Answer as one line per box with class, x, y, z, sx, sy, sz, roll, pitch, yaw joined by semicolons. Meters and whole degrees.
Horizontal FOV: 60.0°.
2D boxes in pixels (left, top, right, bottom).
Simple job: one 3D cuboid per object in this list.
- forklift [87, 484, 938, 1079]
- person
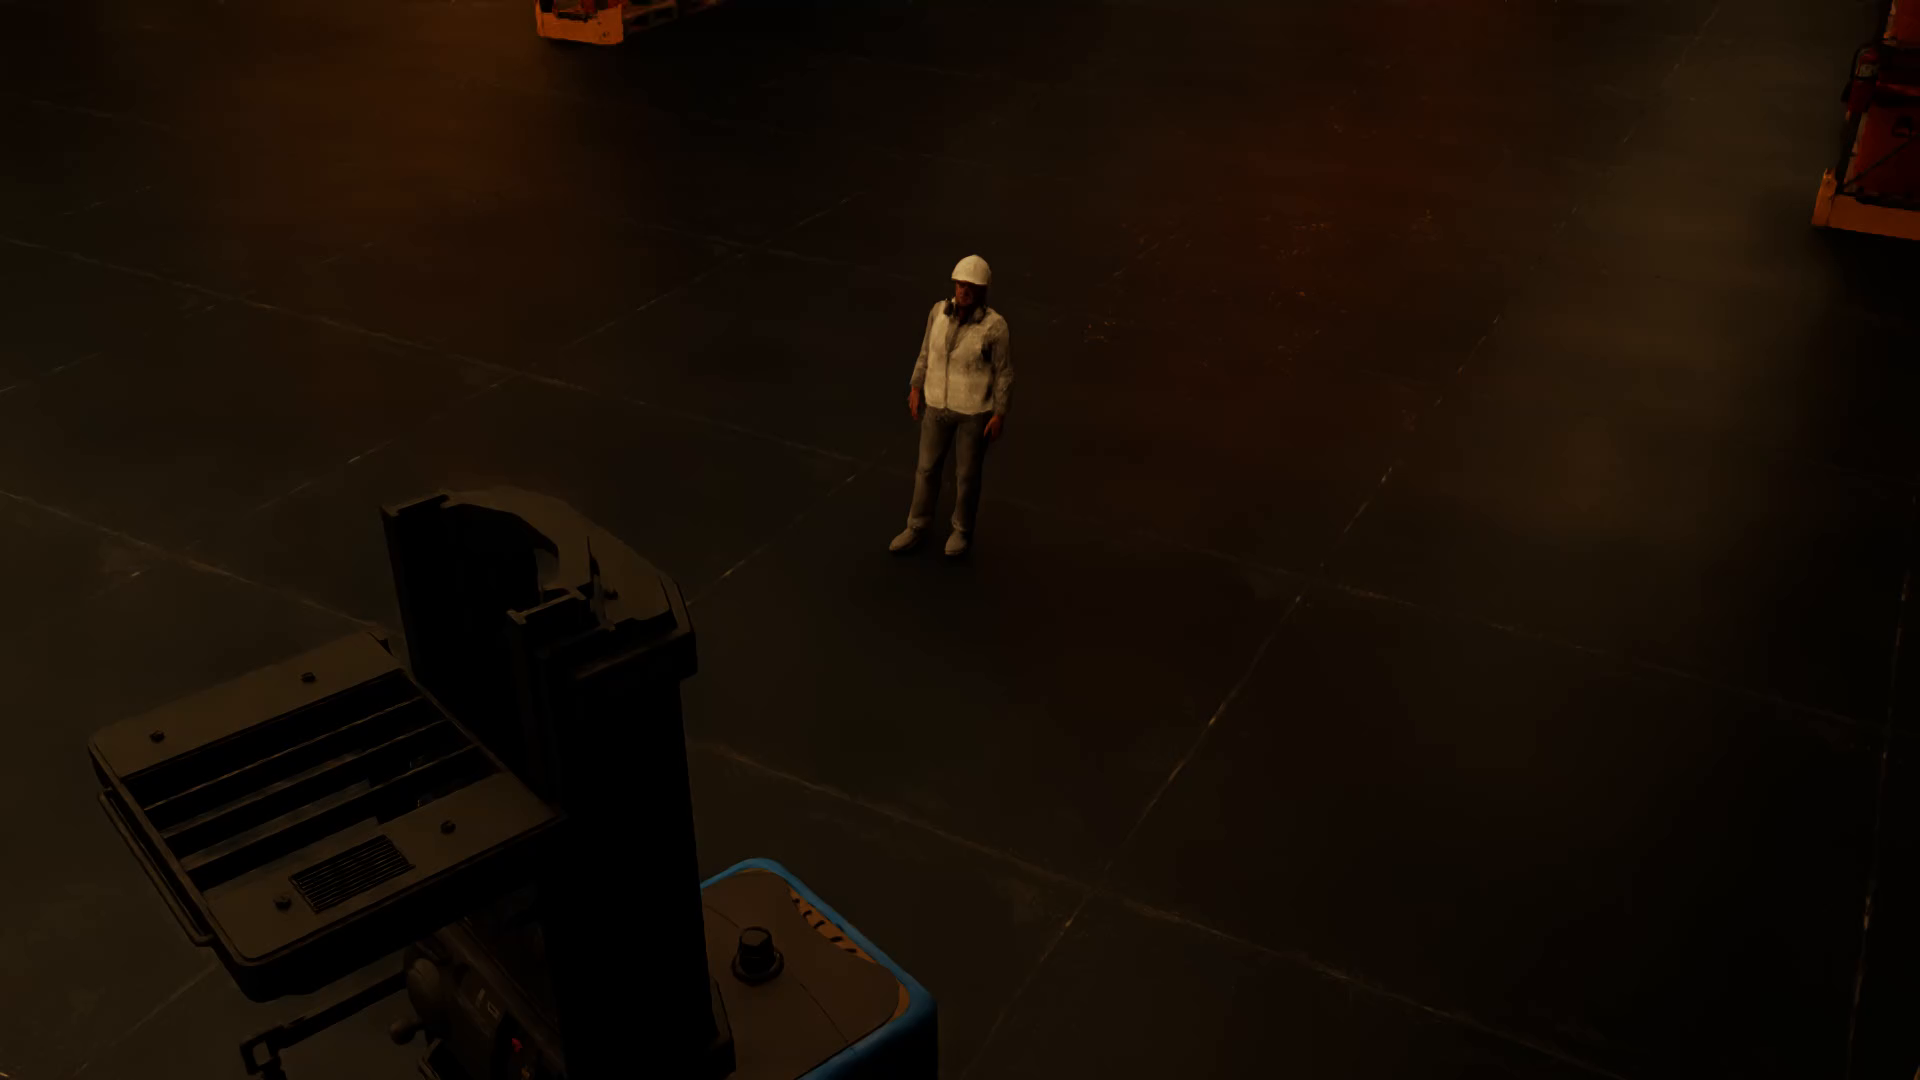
forklift;-1.499;1.433;4.588;3.031;2.935;1.130;-24;37;-35
person;-0.037;-0.749;9.512;0.632;1.773;0.567;15;33;25
